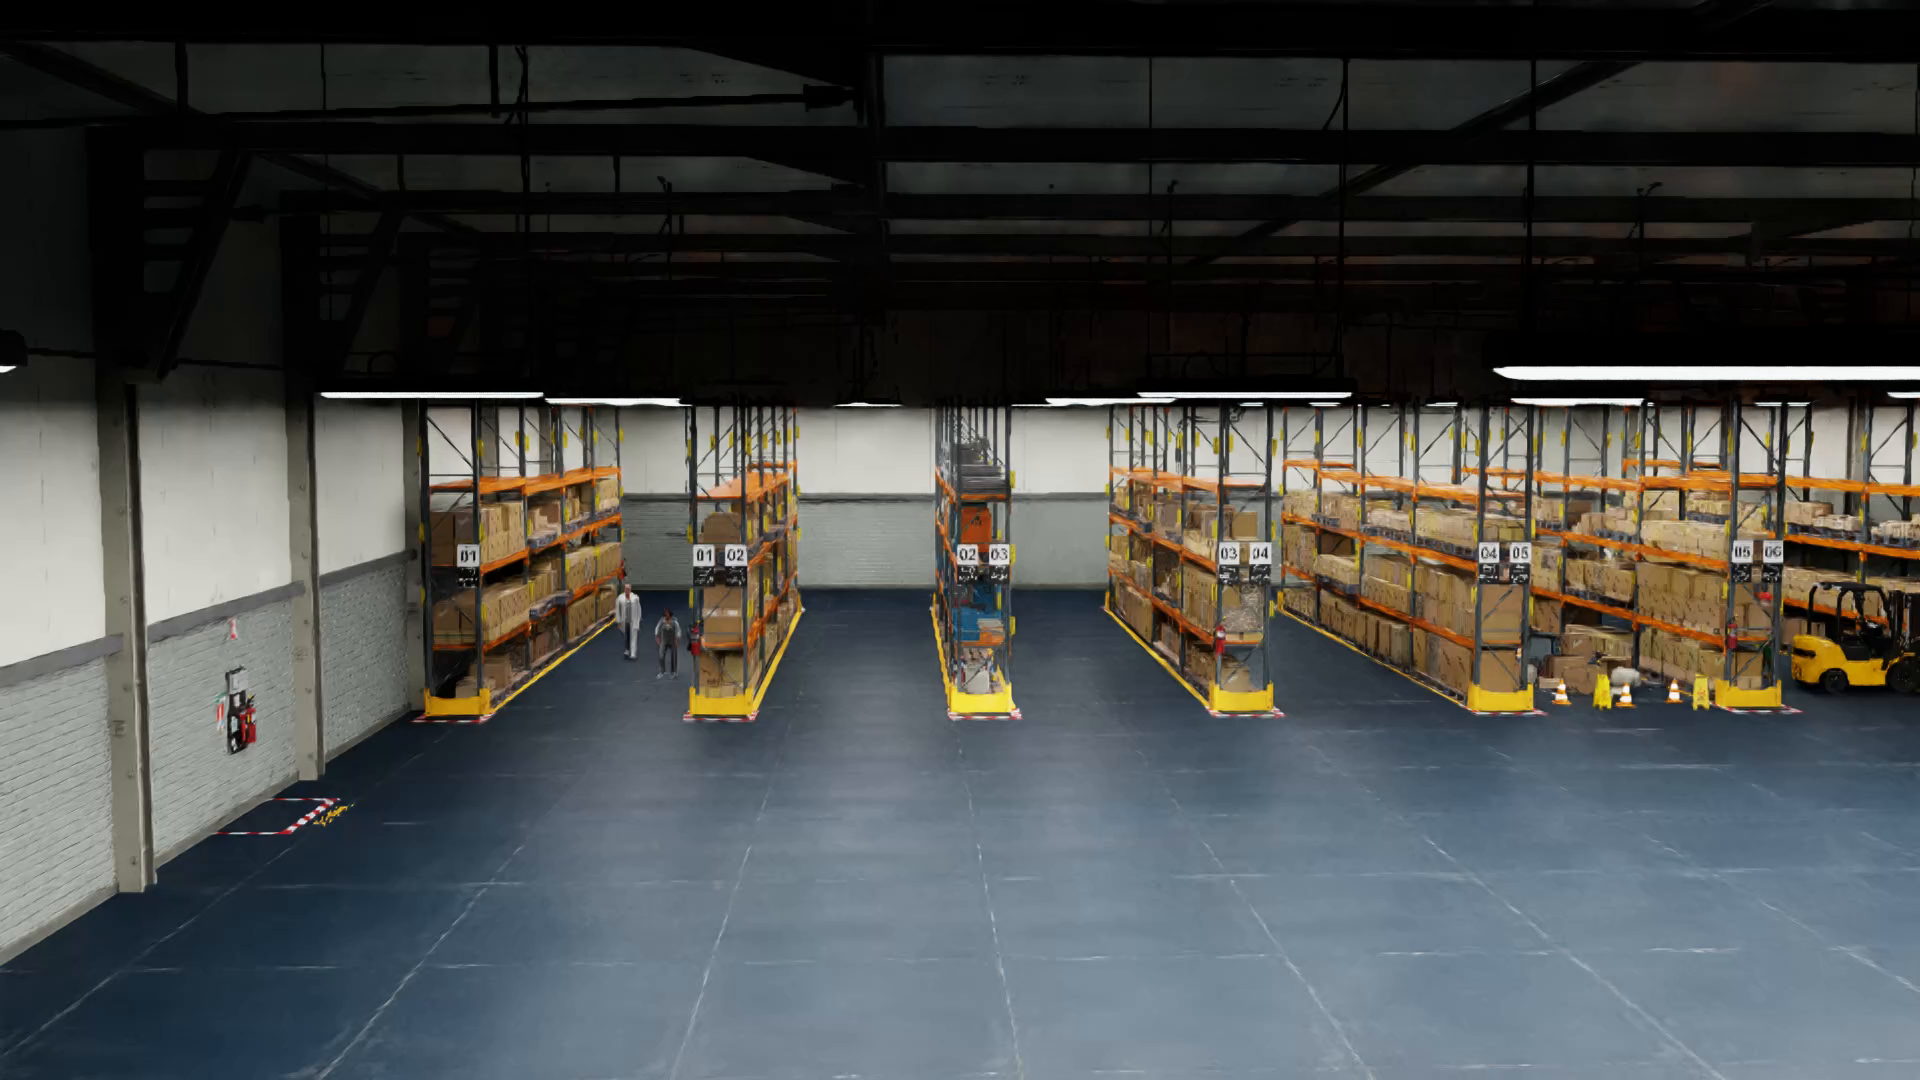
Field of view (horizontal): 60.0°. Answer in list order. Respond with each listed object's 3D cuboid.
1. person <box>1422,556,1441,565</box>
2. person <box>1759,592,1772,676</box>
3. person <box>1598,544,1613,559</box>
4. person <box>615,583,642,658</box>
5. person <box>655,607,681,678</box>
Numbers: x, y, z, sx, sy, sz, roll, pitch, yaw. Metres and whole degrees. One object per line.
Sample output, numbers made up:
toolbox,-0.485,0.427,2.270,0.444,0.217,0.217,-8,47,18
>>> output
person,14.393,0.834,50.800,0.499,1.759,0.640,-3,5,-34
person,17.268,2.003,35.760,0.569,1.786,0.653,2,5,28
person,19.412,0.899,50.083,0.442,1.751,0.659,-3,5,-34
person,-7.639,1.838,38.281,0.599,1.695,1.187,0,5,-5
person,-6.203,2.178,35.354,0.566,1.541,0.519,0,5,-5
